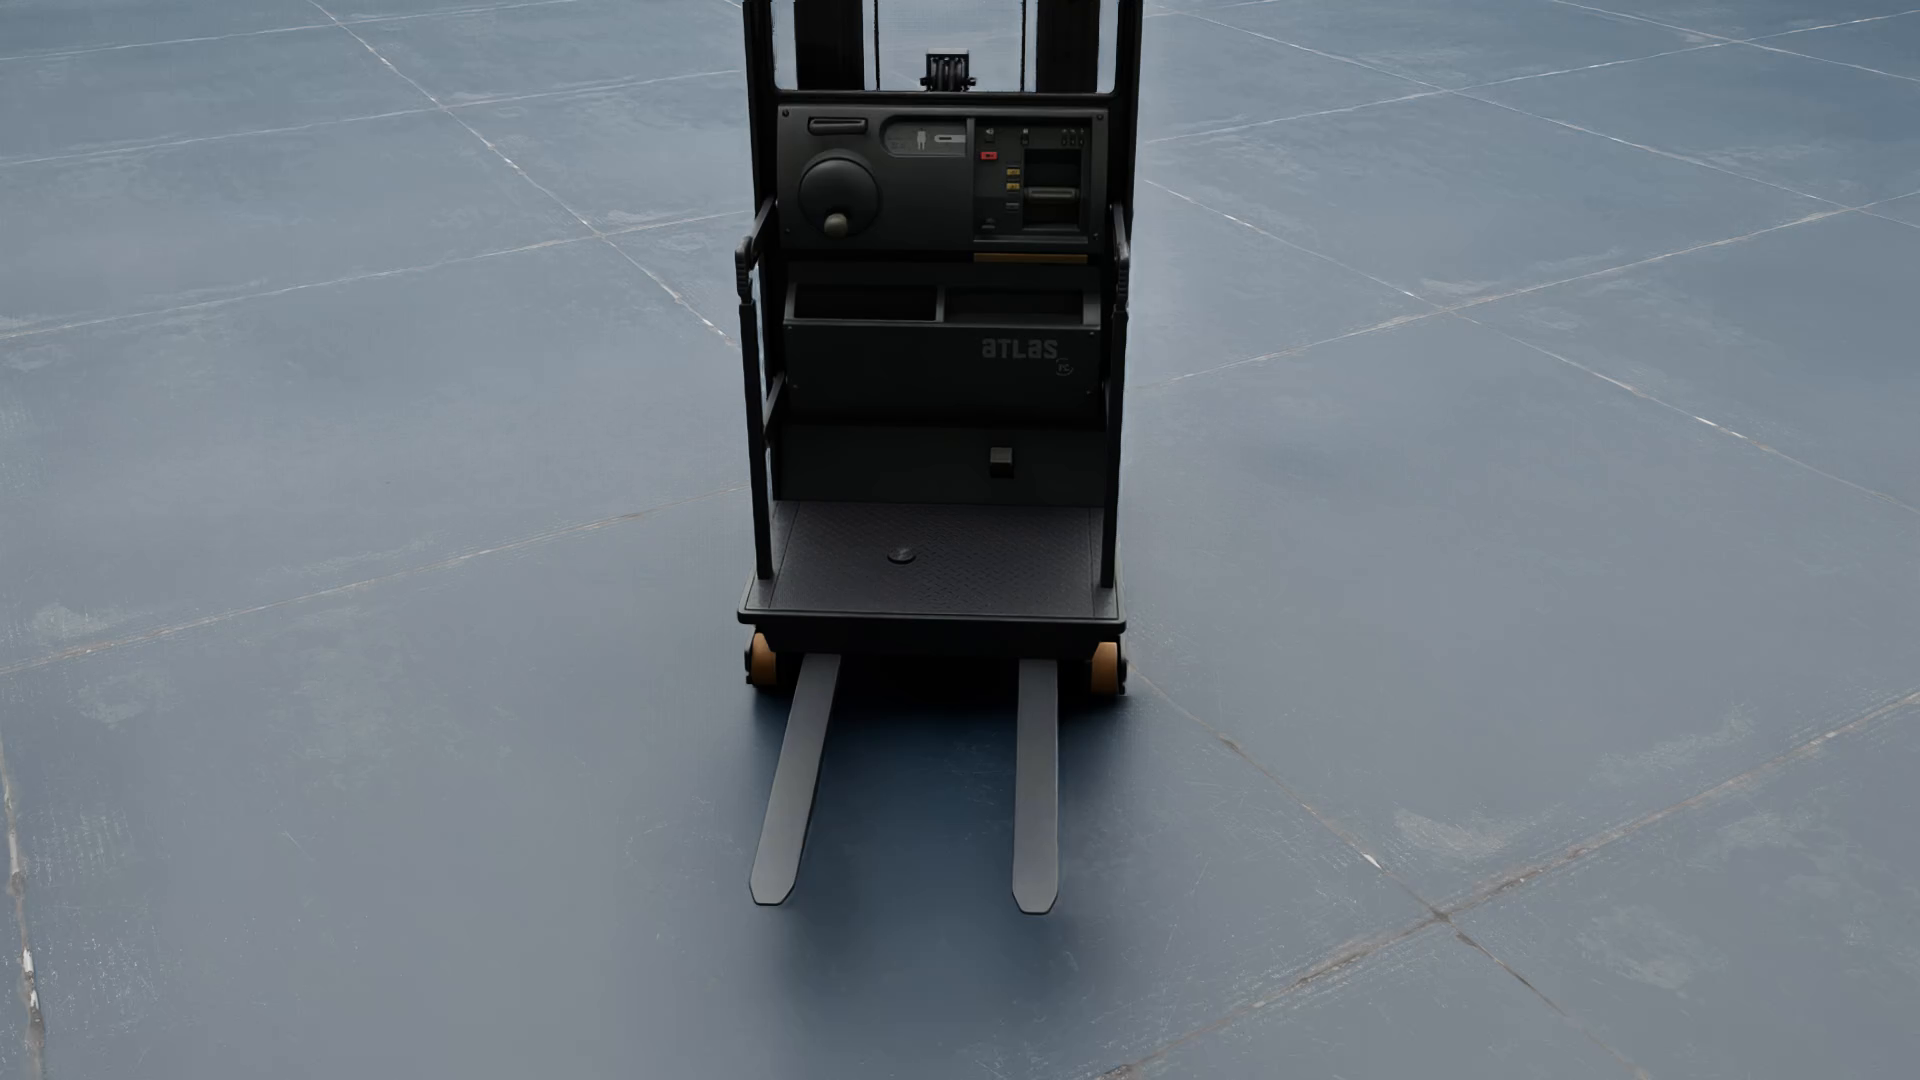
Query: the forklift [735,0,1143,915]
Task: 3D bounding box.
[{"bbox_3d":[-0.059,-0.982,4.497,1.130,2.935,3.031,1,29,2],"label":"forklift"}]
